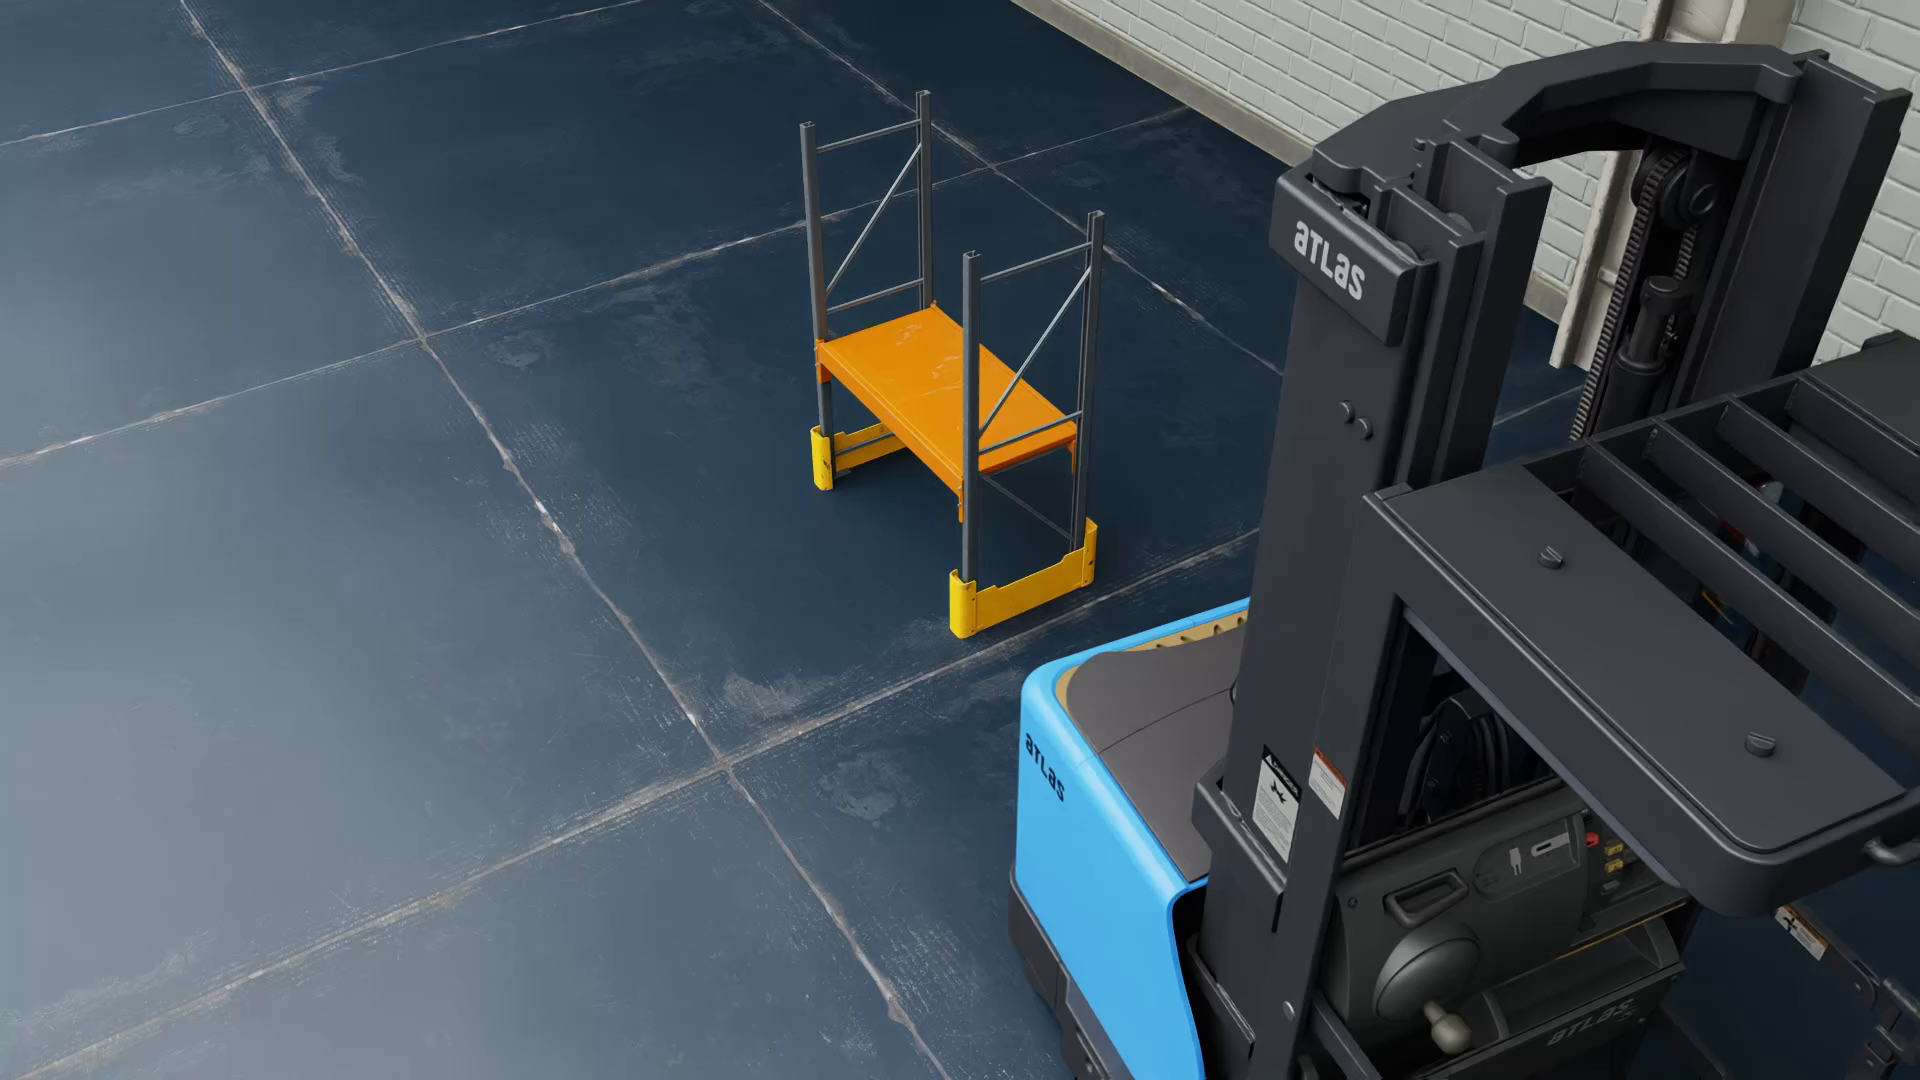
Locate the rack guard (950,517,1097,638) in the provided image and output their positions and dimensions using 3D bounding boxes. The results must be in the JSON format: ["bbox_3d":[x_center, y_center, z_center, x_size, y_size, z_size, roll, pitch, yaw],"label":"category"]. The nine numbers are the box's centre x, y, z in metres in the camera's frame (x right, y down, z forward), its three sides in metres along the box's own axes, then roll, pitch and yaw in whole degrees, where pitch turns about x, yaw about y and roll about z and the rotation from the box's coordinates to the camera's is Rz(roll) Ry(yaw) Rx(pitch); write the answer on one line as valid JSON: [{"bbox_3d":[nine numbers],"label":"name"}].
[{"bbox_3d":[0.227,0.132,5.897,0.587,0.250,0.087,-22,45,-24],"label":"rack guard"}]

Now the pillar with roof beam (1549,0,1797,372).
[{"bbox_3d":[-0.859,-2.685,2.443,9.100,9.000,0.400,-22,45,-24],"label":"pillar with roof beam"}]

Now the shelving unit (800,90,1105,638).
[{"bbox_3d":[-0.041,-0.617,5.819,0.587,1.500,1.083,-22,45,-24],"label":"shelving unit"}]

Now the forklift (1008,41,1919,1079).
[{"bbox_3d":[1.210,0.757,3.052,1.130,2.935,3.031,-16,43,-19],"label":"forklift"}]

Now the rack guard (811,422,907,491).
[{"bbox_3d":[-0.309,-0.406,6.542,0.587,0.250,0.087,-22,45,-24],"label":"rack guard"}]

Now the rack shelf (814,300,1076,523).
[{"bbox_3d":[-0.046,-0.484,5.940,0.538,0.185,1.000,-22,45,-24],"label":"rack shelf"}]

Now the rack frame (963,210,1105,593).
[{"bbox_3d":[0.227,-0.348,5.496,0.500,1.500,0.032,-22,45,-24],"label":"rack frame"}]

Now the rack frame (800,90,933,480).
[{"bbox_3d":[-0.319,-0.897,6.154,0.500,1.500,0.032,-22,45,-24],"label":"rack frame"}]
